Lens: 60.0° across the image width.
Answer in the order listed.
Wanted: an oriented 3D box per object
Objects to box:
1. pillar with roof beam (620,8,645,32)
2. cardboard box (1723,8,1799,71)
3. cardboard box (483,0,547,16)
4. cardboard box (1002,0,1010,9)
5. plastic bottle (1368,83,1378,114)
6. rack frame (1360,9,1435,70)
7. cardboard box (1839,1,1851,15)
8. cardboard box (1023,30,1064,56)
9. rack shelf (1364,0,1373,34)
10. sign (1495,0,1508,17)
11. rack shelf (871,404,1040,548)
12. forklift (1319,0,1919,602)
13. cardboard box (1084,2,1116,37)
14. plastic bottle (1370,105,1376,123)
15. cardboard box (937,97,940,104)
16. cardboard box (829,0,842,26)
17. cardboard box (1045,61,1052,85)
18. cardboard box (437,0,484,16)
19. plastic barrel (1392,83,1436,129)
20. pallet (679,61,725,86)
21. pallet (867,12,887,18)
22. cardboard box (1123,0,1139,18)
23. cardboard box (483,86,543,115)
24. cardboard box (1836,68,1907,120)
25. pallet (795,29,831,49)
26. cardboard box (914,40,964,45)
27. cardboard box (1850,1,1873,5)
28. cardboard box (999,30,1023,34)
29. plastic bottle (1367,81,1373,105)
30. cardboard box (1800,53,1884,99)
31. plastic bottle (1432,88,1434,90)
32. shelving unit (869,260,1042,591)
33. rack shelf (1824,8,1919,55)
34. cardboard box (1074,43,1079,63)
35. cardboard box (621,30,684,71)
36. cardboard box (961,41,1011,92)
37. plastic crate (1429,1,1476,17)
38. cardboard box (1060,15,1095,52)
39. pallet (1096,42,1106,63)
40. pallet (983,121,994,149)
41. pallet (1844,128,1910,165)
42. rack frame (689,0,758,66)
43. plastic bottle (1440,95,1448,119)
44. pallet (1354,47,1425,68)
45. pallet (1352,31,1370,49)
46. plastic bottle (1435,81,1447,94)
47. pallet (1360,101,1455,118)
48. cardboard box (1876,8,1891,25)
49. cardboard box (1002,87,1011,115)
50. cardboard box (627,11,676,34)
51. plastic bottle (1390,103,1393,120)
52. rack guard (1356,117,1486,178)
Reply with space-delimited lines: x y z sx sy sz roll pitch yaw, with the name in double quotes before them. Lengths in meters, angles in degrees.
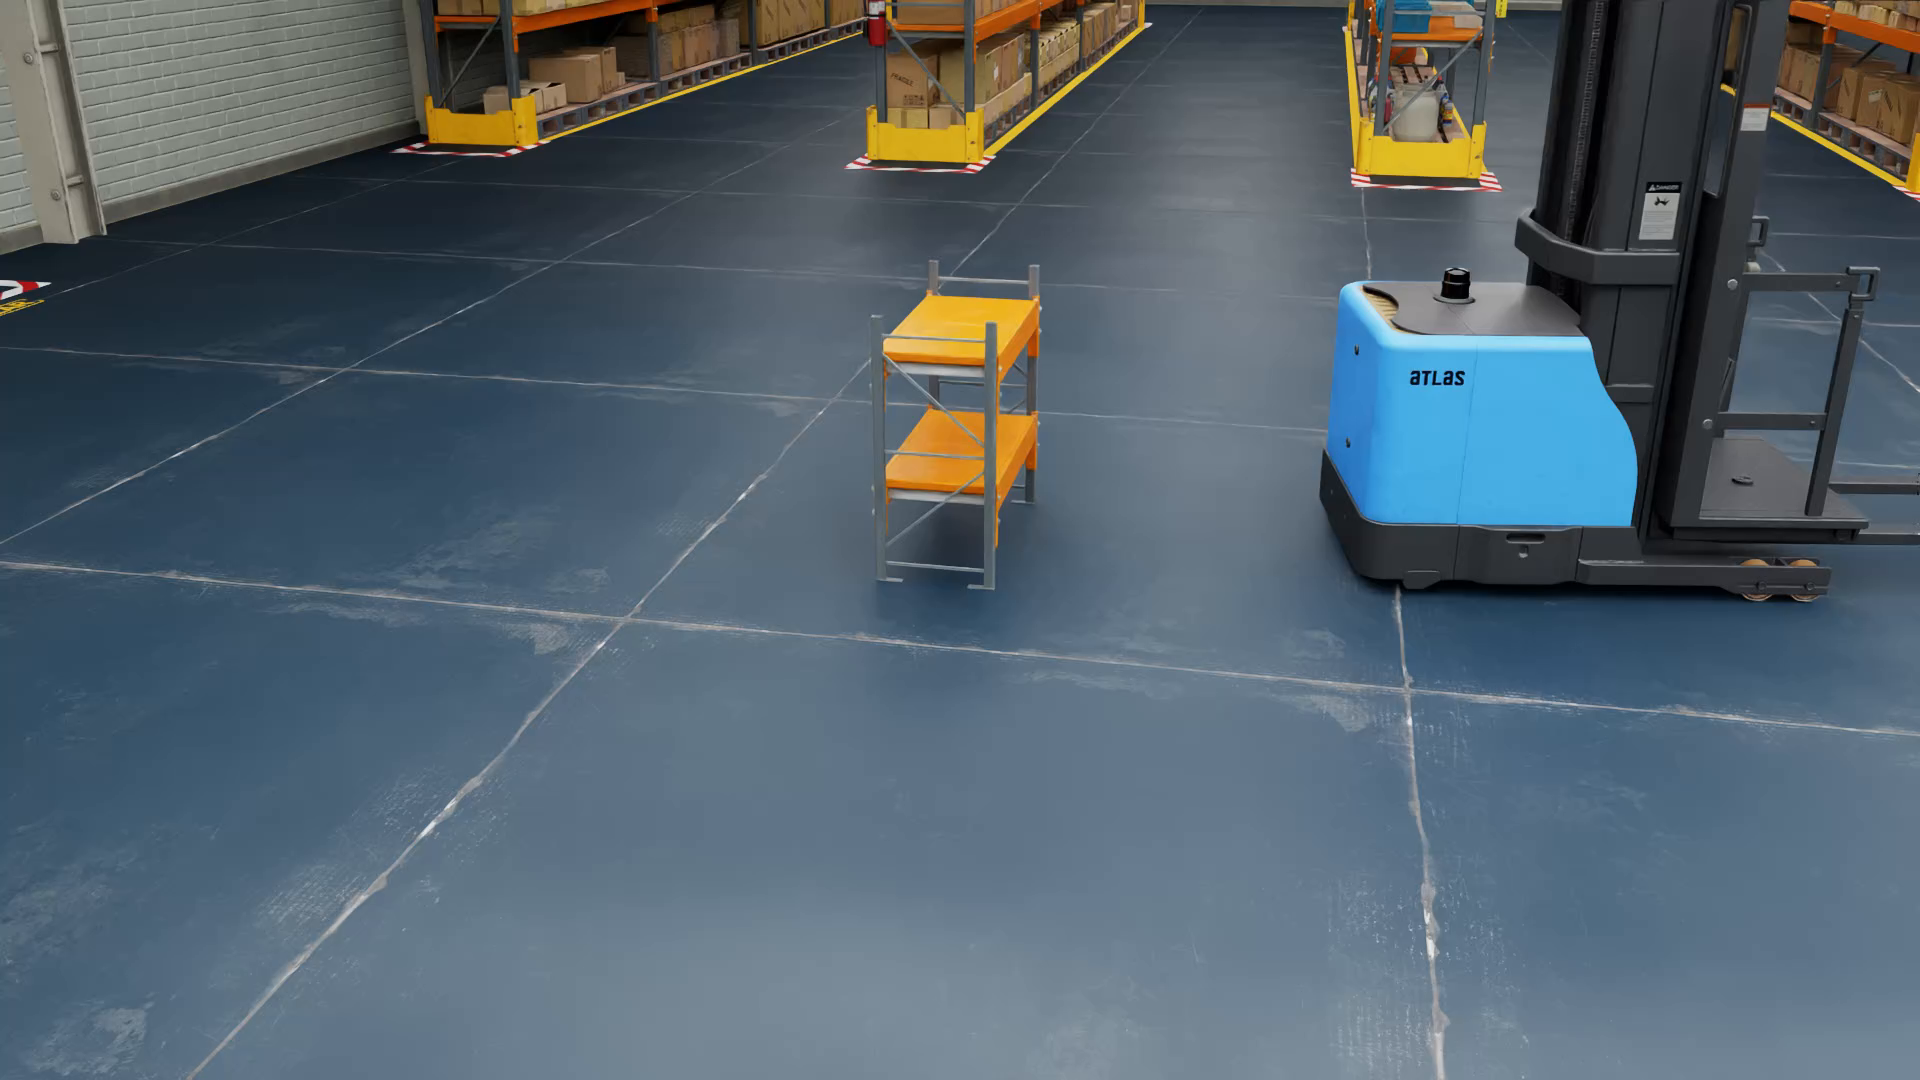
"pillar with roof beam" -0.467 -10.666 21.791 9.100 9.000 0.400 4 22 11
"cardboard box" 11.139 -6.948 22.872 1.225 0.875 0.875 3 22 8
"cardboard box" -4.791 -5.789 17.886 0.500 0.250 0.500 4 22 9
"cardboard box" 0.173 -6.289 18.819 0.700 0.500 0.500 5 22 12
"plastic bottle" 4.617 -4.890 18.436 0.144 0.351 0.185 4 22 10
"rack frame" 6.129 -7.865 22.868 1.000 3.000 0.127 4 22 11
"cardboard box" 9.760 -5.762 17.982 0.380 0.149 0.250 4 22 11
"cardboard box" 1.105 -6.655 22.232 0.500 0.311 0.500 5 22 12
"rack shelf" 5.721 -6.800 21.186 1.077 0.370 4.000 4 22 11
"sign" 5.035 -5.024 15.444 0.100 0.325 0.005 4 22 11
"rack shelf" 0.001 -0.297 7.241 0.538 0.278 1.000 4 22 11
"forklift" 3.153 -1.312 6.688 3.031 2.935 1.130 1 22 2
"cardboard box" 2.277 -8.549 27.324 0.500 0.500 0.500 4 22 11
"plastic bottle" 4.442 -4.551 17.795 0.097 0.201 0.097 0 22 0
"cardboard box" -0.441 -4.640 17.979 0.500 0.250 0.500 4 22 11
"cardboard box" -2.500 -9.384 29.424 0.700 0.500 0.500 5 22 12
"cardboard box" 0.895 -6.016 21.395 0.500 0.250 0.500 5 22 12
"cardboard box" -5.296 -5.820 17.964 0.500 0.250 0.500 5 22 12
"plastic barrel" 4.659 -4.410 17.057 0.421 0.512 0.421 0 22 0
"pallet" -3.981 -6.597 23.450 1.003 0.211 1.213 4 22 11
"pallet" -2.023 -9.954 31.788 1.003 0.211 1.213 4 22 11
"cardboard box" 3.044 -9.997 30.918 0.500 0.500 0.500 4 22 11
"cardboard box" -4.972 -4.898 18.510 0.500 0.311 0.500 2 22 5
"cardboard box" 10.041 -4.917 18.331 0.500 0.500 0.500 4 22 9
"pallet" -2.837 -8.502 28.182 1.003 0.211 1.213 4 22 11
"cardboard box" -0.240 -5.354 18.747 0.500 0.500 0.500 4 22 11
"cardboard box" 9.873 -5.869 17.380 0.875 0.500 0.500 4 22 11
"cardboard box" 0.577 -6.688 22.311 0.500 0.311 0.500 4 22 10
"plastic bottle" 4.780 -5.140 19.157 0.152 0.276 0.135 5 23 13
"cardboard box" 10.424 -5.465 19.666 0.700 0.500 0.500 4 22 11
"plastic bottle" 5.253 -4.899 18.550 0.061 0.283 0.133 4 22 11
"shelving unit" 0.001 -0.524 7.150 0.538 1.125 1.048 4 22 11
"rack shelf" 9.754 -4.960 16.616 1.077 0.370 4.000 4 22 11
"cardboard box" 1.412 -6.953 23.720 0.500 0.250 0.500 5 22 12
"cardboard box" -4.195 -6.666 22.646 0.700 0.500 0.500 4 22 10
"cardboard box" 0.284 -5.313 18.646 0.500 0.500 0.500 4 22 11
"plastic crate" 5.230 -5.667 17.762 0.530 0.136 0.437 4 22 11
"cardboard box" 1.755 -7.626 25.029 0.500 0.500 0.500 4 22 9
"pallet" 1.721 -7.666 26.105 1.003 0.211 1.213 4 22 11
"pallet" -0.236 -4.308 17.768 1.003 0.211 1.213 4 22 11
"pallet" 9.813 -4.036 17.091 1.003 0.211 1.213 4 22 11
"rack frame" -3.569 -8.621 24.743 1.000 3.000 0.127 4 22 11
"plastic bottle" 5.262 -4.679 18.020 0.097 0.271 0.097 0 22 0
"pallet" 6.500 -7.308 25.217 1.003 0.211 1.213 4 22 11
"pallet" 7.058 -8.307 27.696 1.003 0.211 1.213 4 22 11
"plastic bottle" 5.359 -4.932 18.541 0.144 0.351 0.185 4 22 11
"pallet" 5.135 -4.867 19.155 1.003 0.211 1.213 4 22 11
"cardboard box" 9.530 -5.303 16.842 0.380 0.149 0.250 4 22 11
"cardboard box" 0.283 -4.966 18.786 0.500 0.250 0.500 4 22 11
"cardboard box" -4.165 -6.982 22.428 0.500 0.250 0.500 4 22 10
"plastic bottle" 4.675 -4.689 18.138 0.097 0.201 0.097 0 22 0
"rack guard" 4.466 -3.811 16.148 1.175 0.500 0.348 4 22 11
